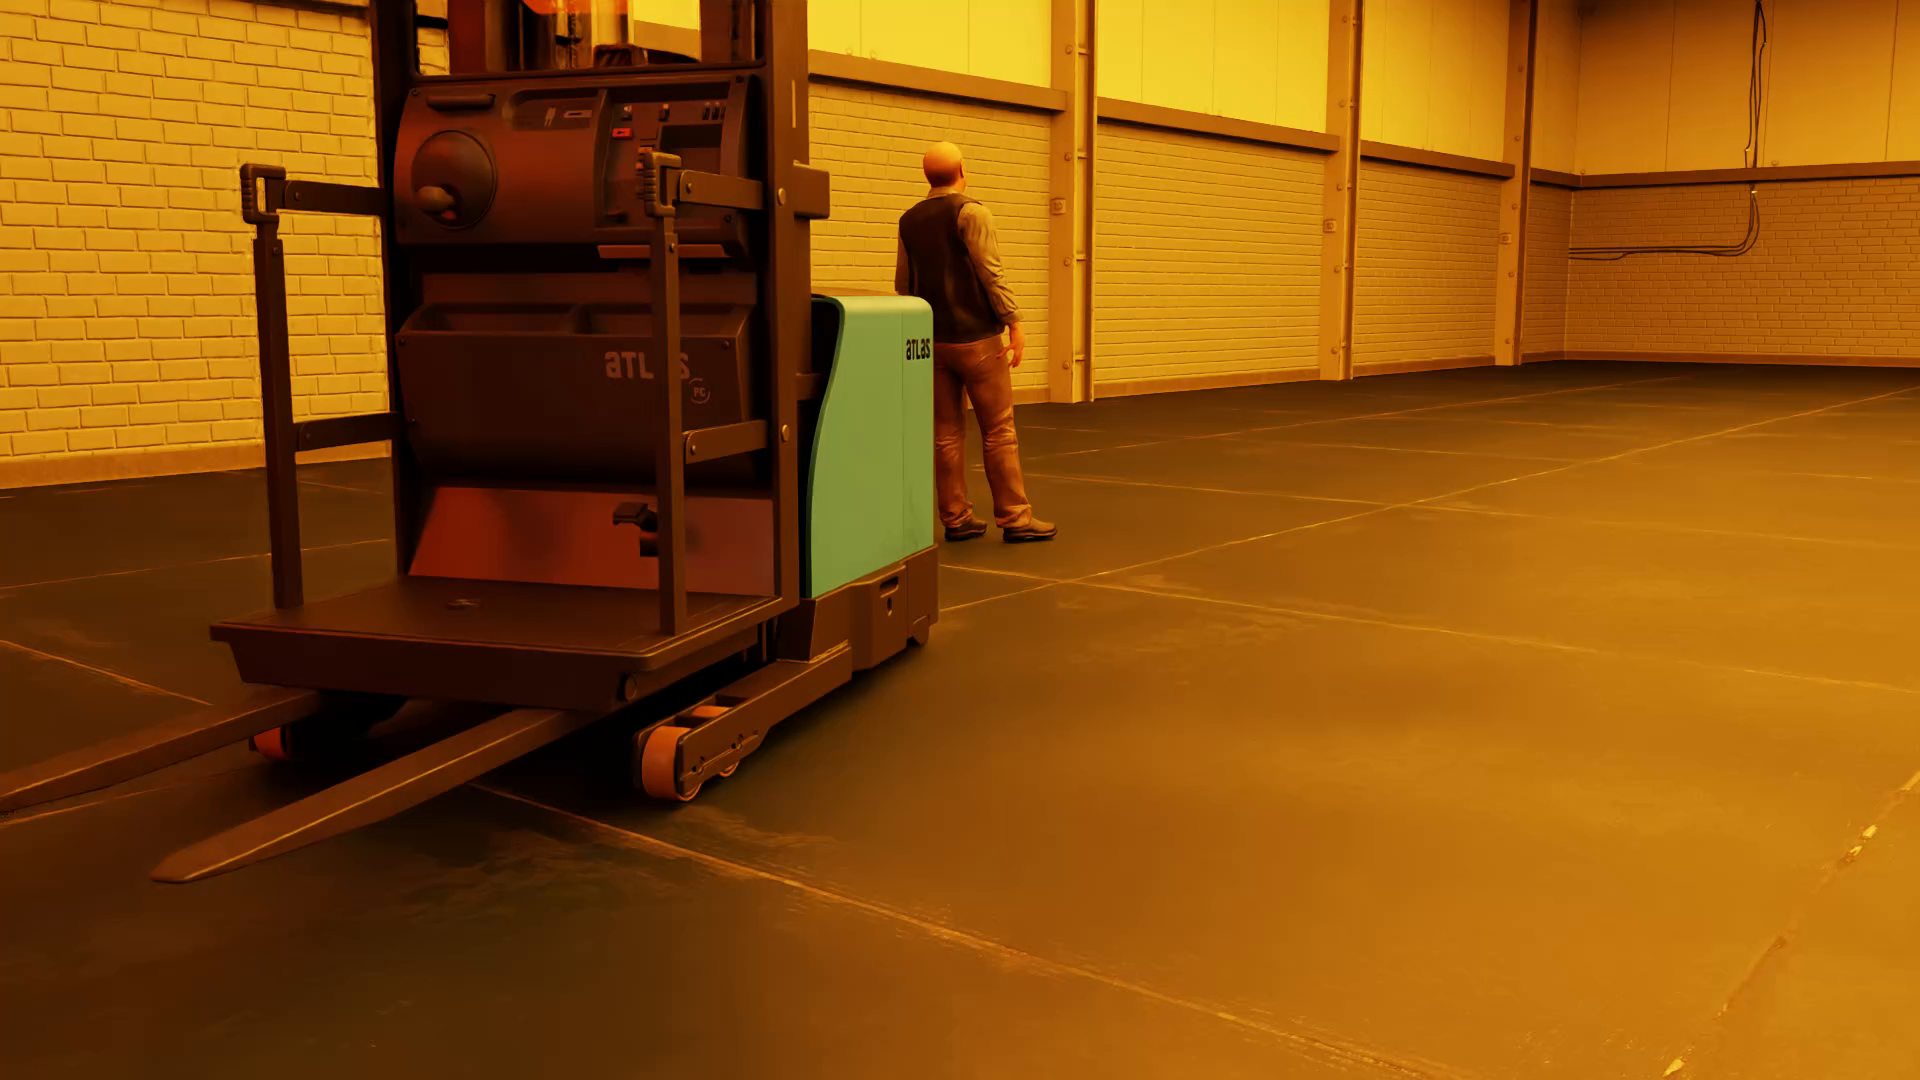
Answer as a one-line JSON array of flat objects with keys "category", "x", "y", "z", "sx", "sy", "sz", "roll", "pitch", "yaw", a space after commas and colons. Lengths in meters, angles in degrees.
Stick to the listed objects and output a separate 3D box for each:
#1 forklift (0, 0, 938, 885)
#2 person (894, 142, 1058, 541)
[{"category": "forklift", "x": -1.002, "y": -0.952, "z": 3.789, "sx": 1.130, "sy": 2.935, "sz": 3.031, "roll": 3, "pitch": 9, "yaw": 18}, {"category": "person", "x": 0.045, "y": -0.866, "z": 7.323, "sx": 0.634, "sy": 1.722, "sz": 0.566, "roll": 7, "pitch": 11, "yaw": 38}]
